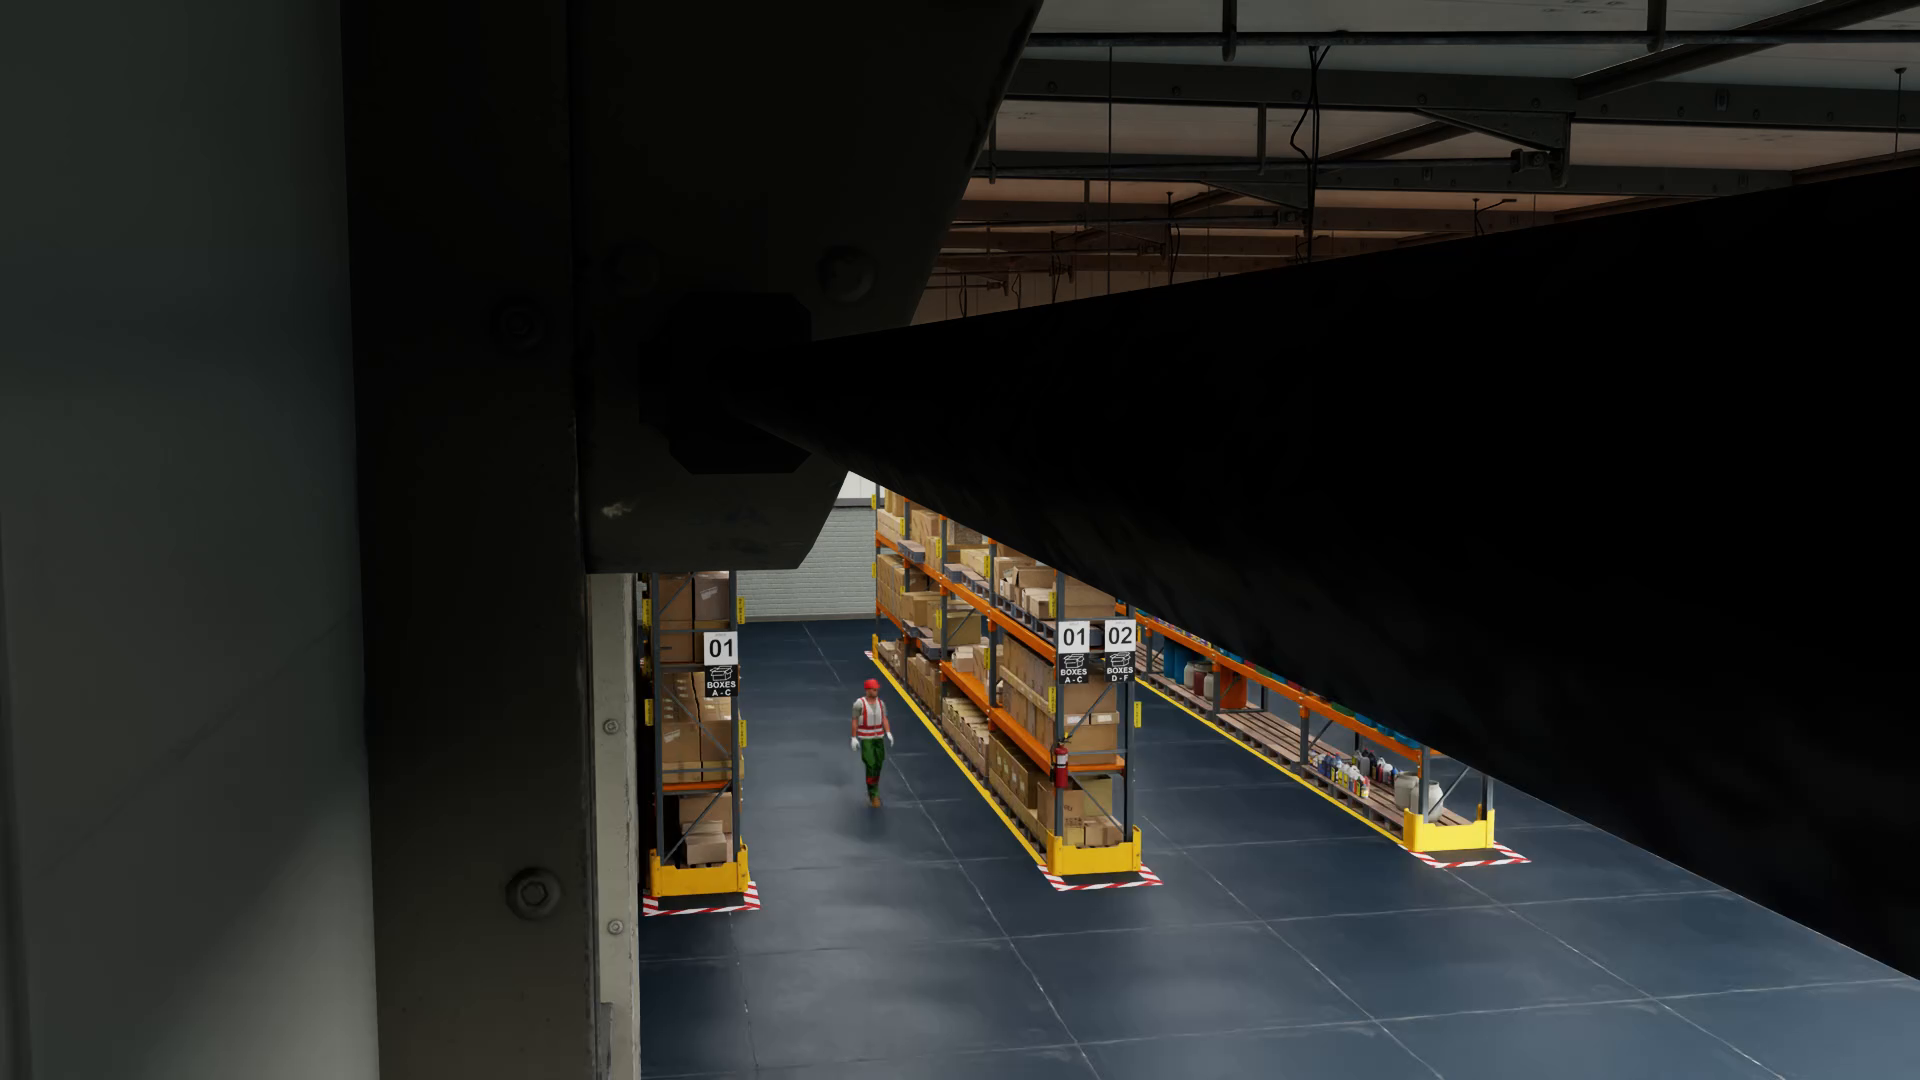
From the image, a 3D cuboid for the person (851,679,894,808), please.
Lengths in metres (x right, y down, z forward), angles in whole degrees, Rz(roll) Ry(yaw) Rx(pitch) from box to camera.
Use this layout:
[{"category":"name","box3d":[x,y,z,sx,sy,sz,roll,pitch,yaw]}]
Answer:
[{"category":"person","box3d":[-1.227,2.956,24.333,0.562,1.804,0.671,-4,7,-34]}]
